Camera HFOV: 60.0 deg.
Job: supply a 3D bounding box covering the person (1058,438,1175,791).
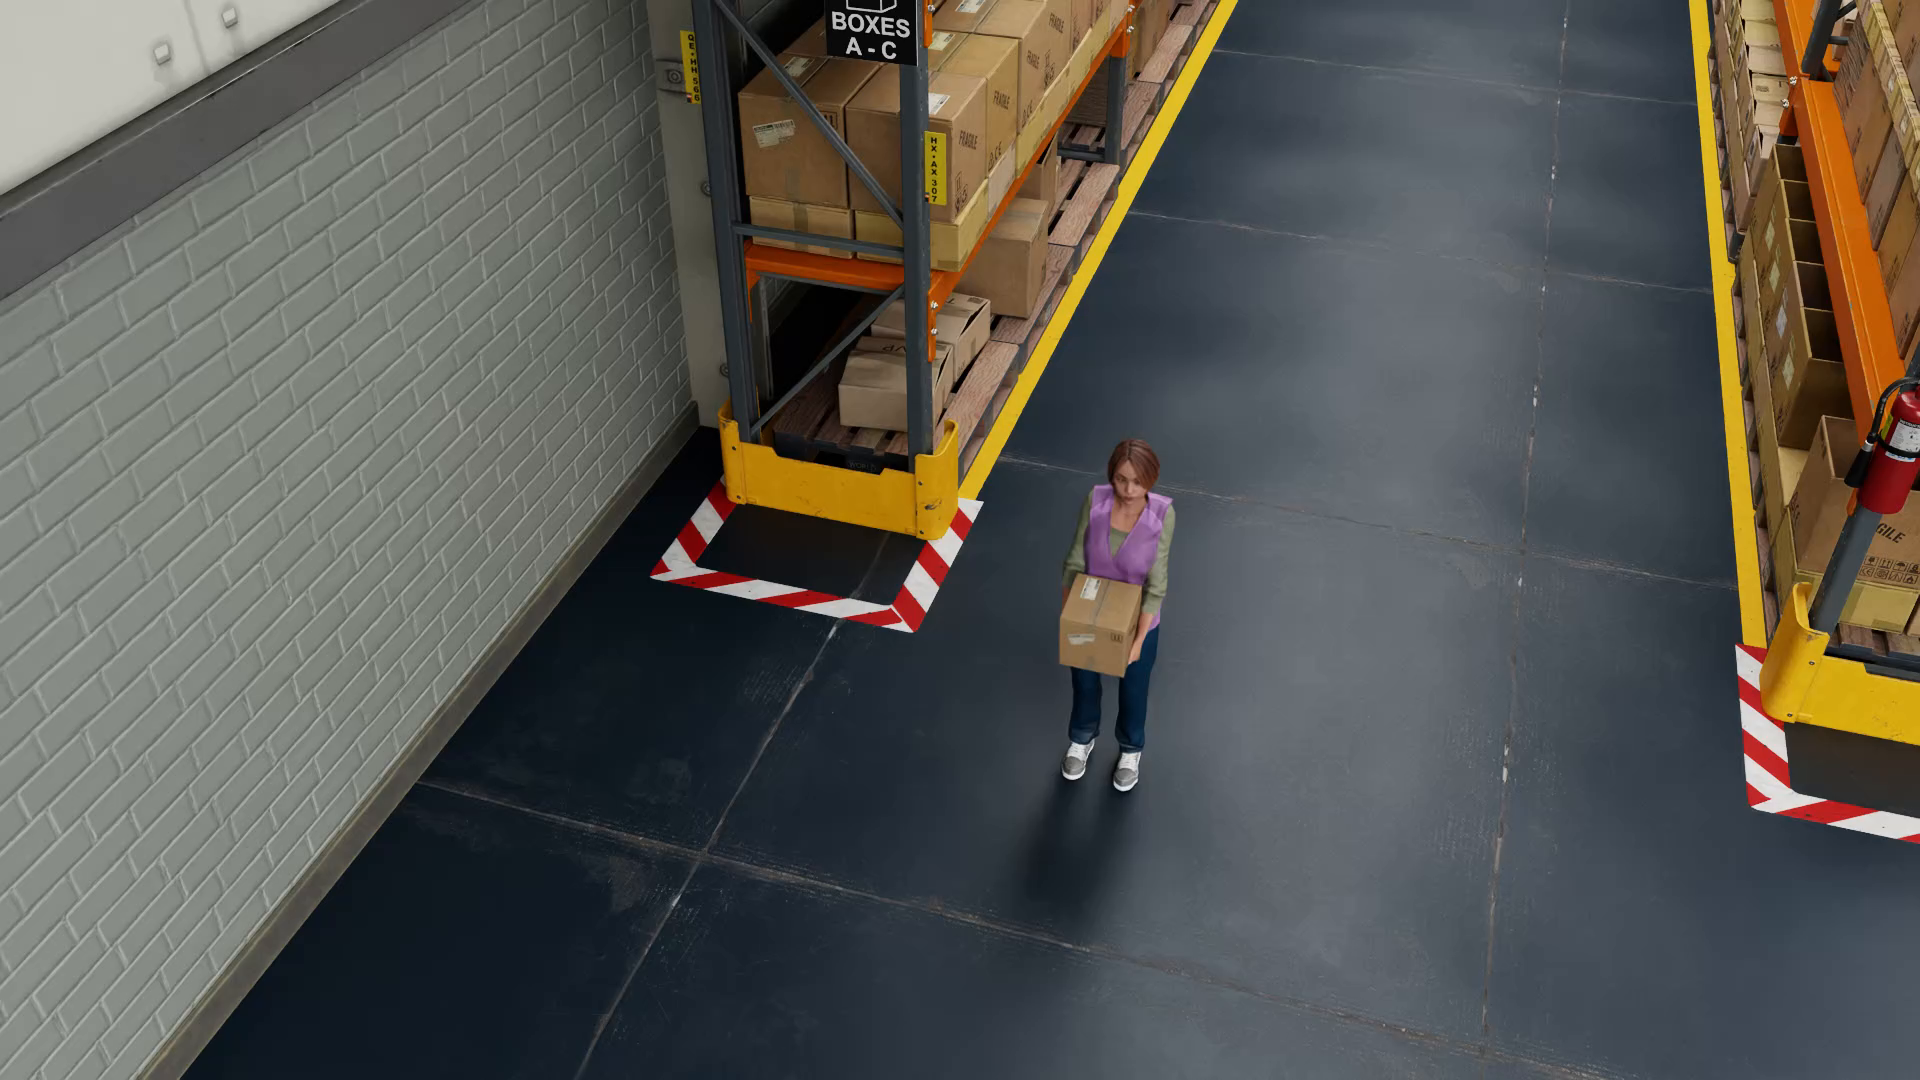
[{"bbox_3d":[0.582,0.352,6.444,0.404,1.594,0.494,11,39,14],"label":"person"}]
